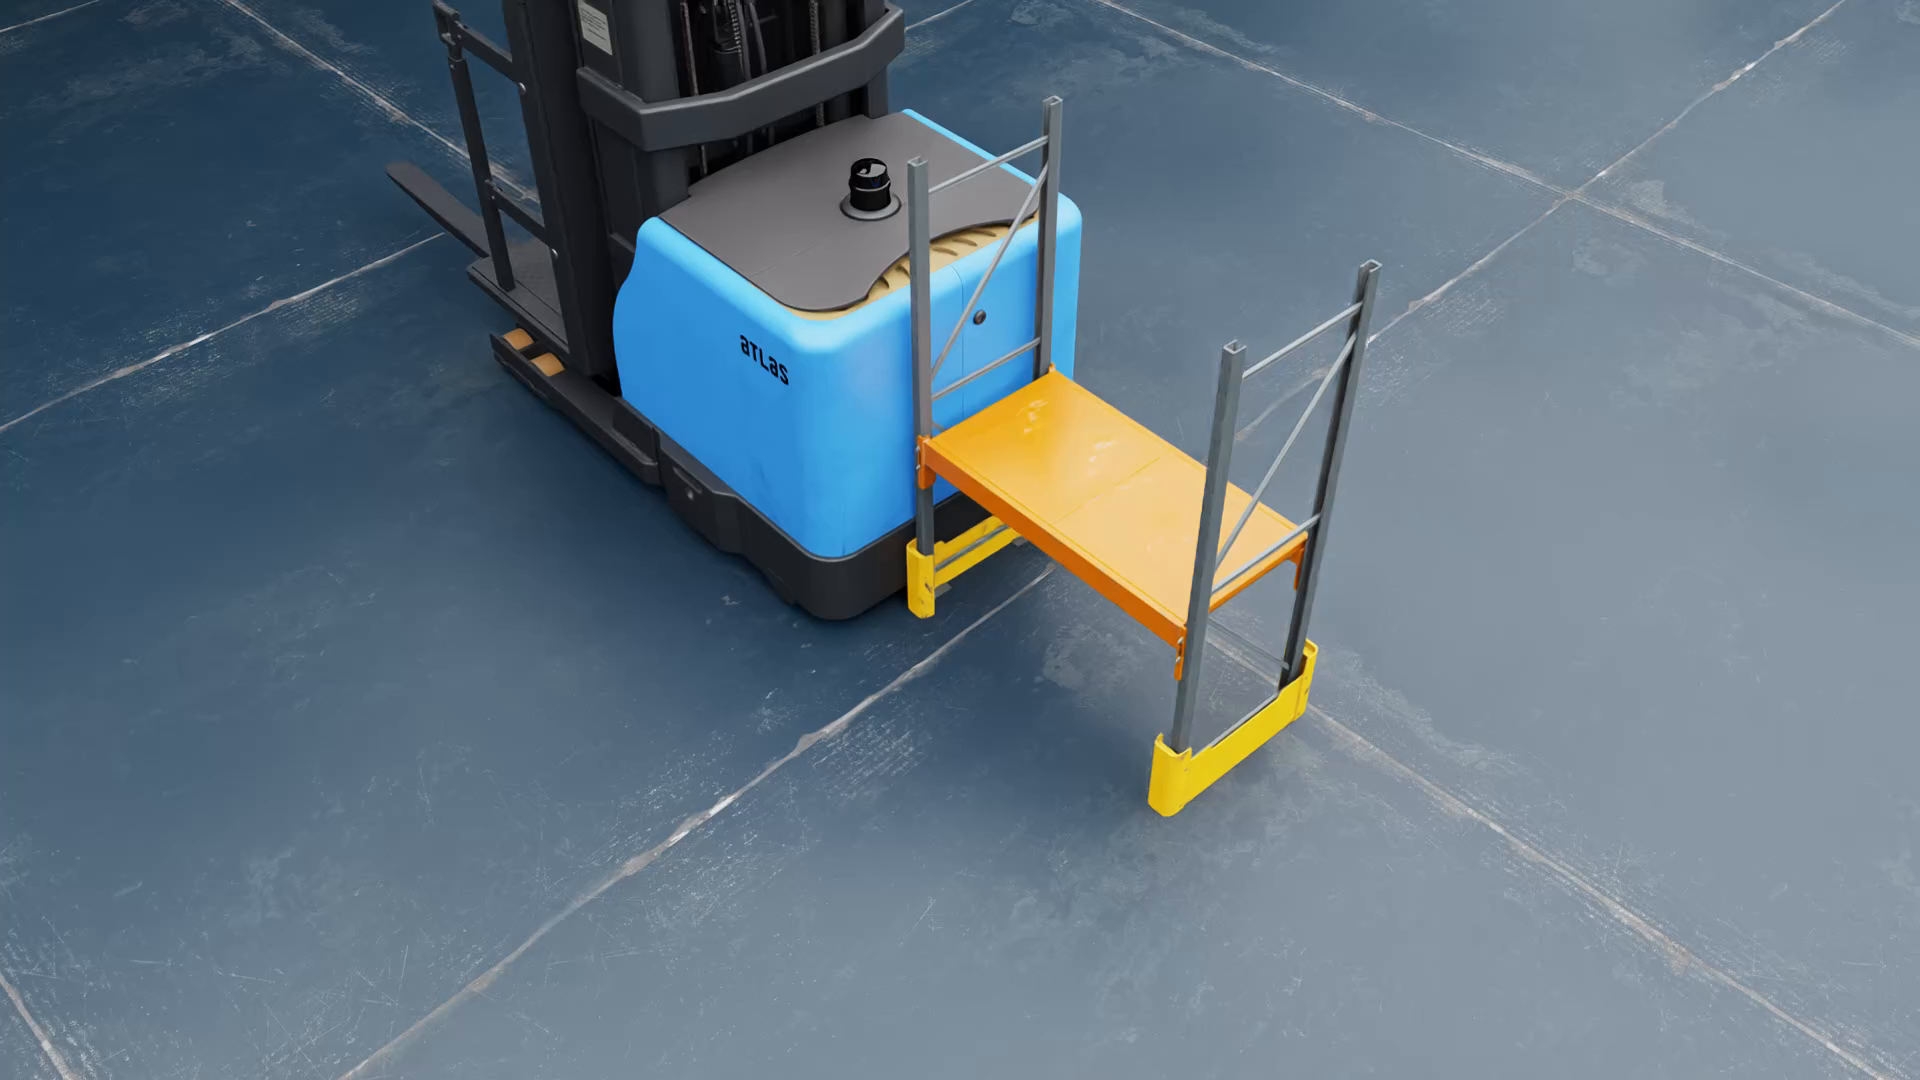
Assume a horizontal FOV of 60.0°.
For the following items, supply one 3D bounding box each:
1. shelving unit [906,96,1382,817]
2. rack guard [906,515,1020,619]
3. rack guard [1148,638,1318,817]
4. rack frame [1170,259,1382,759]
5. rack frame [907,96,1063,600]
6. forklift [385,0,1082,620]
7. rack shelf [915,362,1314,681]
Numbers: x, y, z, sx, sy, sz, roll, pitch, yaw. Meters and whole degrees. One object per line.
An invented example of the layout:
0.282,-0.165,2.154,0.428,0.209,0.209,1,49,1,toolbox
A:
0.412,-0.210,4.372,0.587,1.500,1.083,-31,51,-29,shelving unit
0.081,-0.003,5.069,0.587,0.250,0.087,-31,51,-29,rack guard
0.744,0.501,4.523,0.587,0.250,0.087,-31,51,-29,rack guard
0.745,0.043,4.098,0.500,1.500,0.032,-31,51,-29,rack frame
0.068,-0.472,4.655,0.500,1.500,0.032,-31,51,-29,rack frame
-0.993,-1.761,4.996,1.130,2.935,3.031,-31,51,-29,forklift
0.406,-0.082,4.499,0.538,0.185,1.000,-31,51,-29,rack shelf
